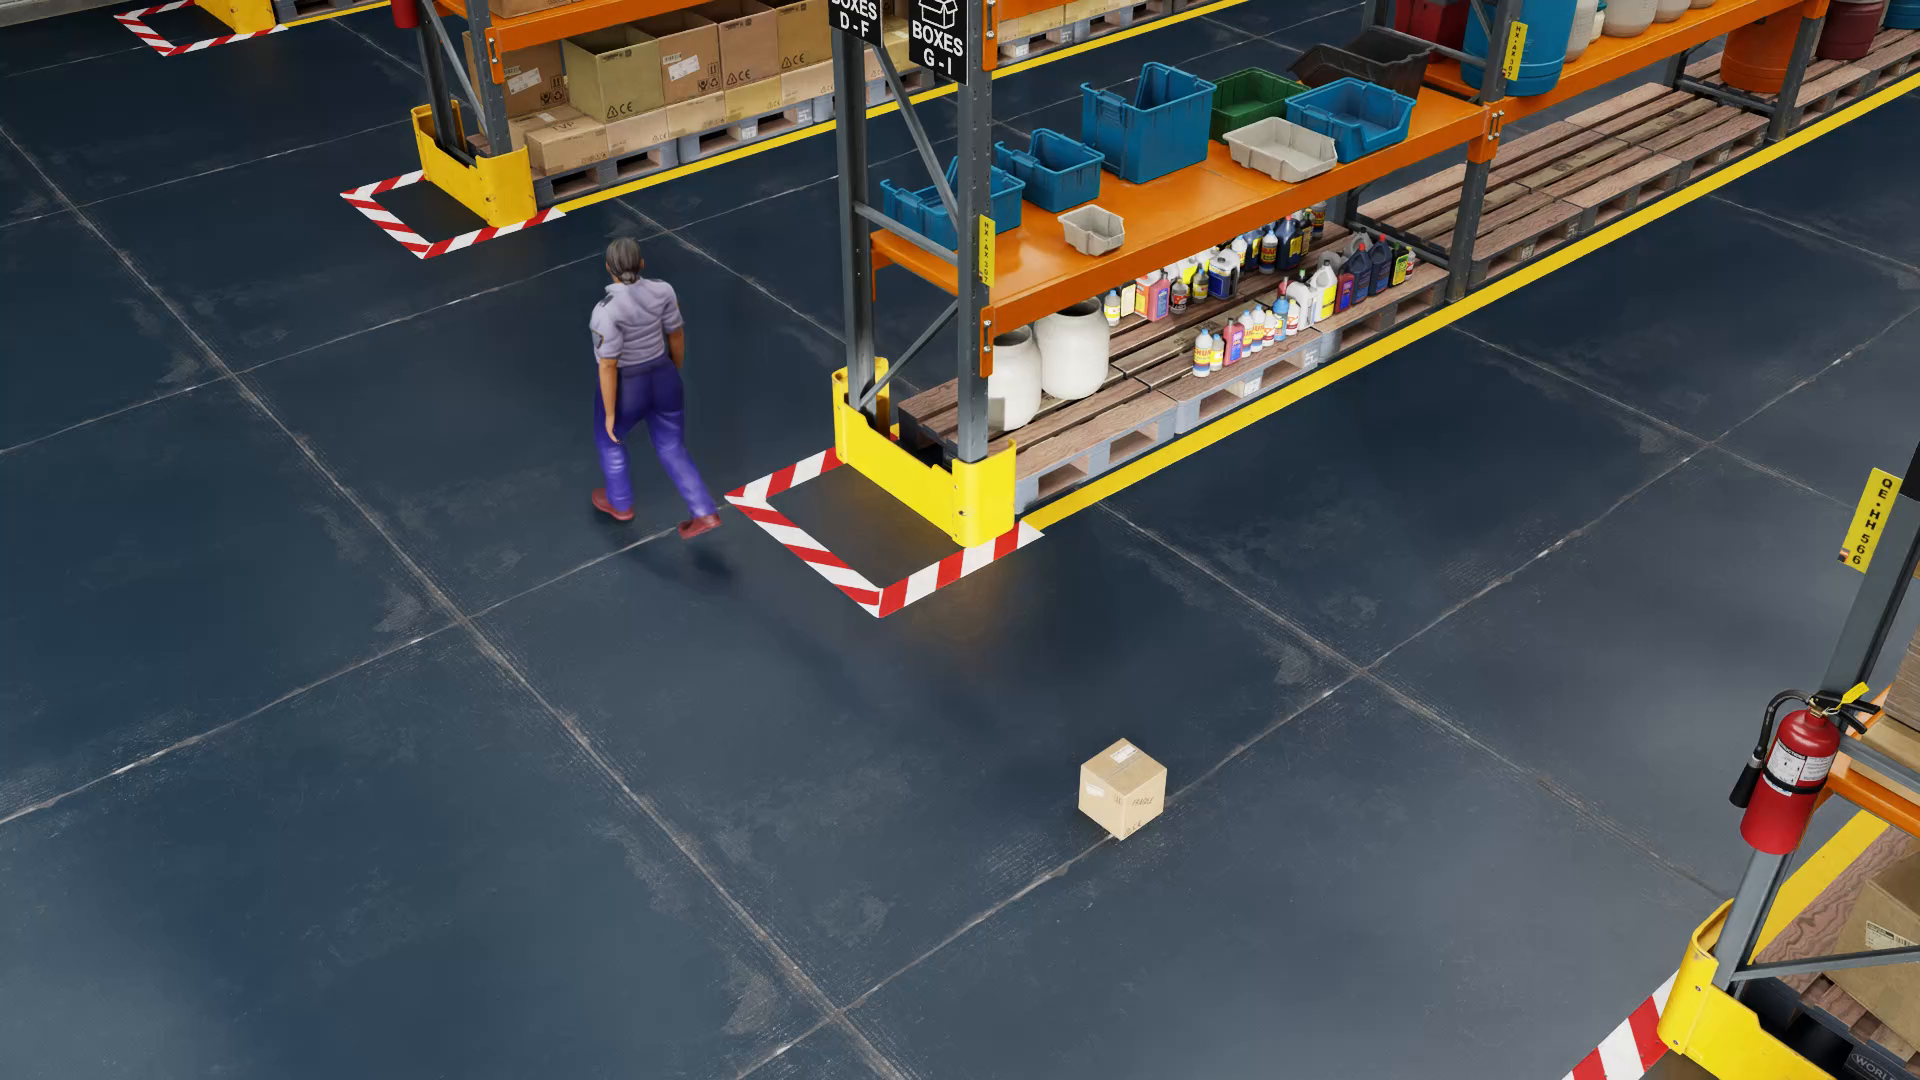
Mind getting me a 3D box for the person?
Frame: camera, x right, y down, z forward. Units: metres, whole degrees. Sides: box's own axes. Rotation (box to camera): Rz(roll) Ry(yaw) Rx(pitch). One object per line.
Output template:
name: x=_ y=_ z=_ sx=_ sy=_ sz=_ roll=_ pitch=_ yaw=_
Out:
person: x=-1.535 y=-0.724 z=8.080 sx=0.510 sy=1.593 sz=0.882 roll=-27 pitch=44 yaw=-32
